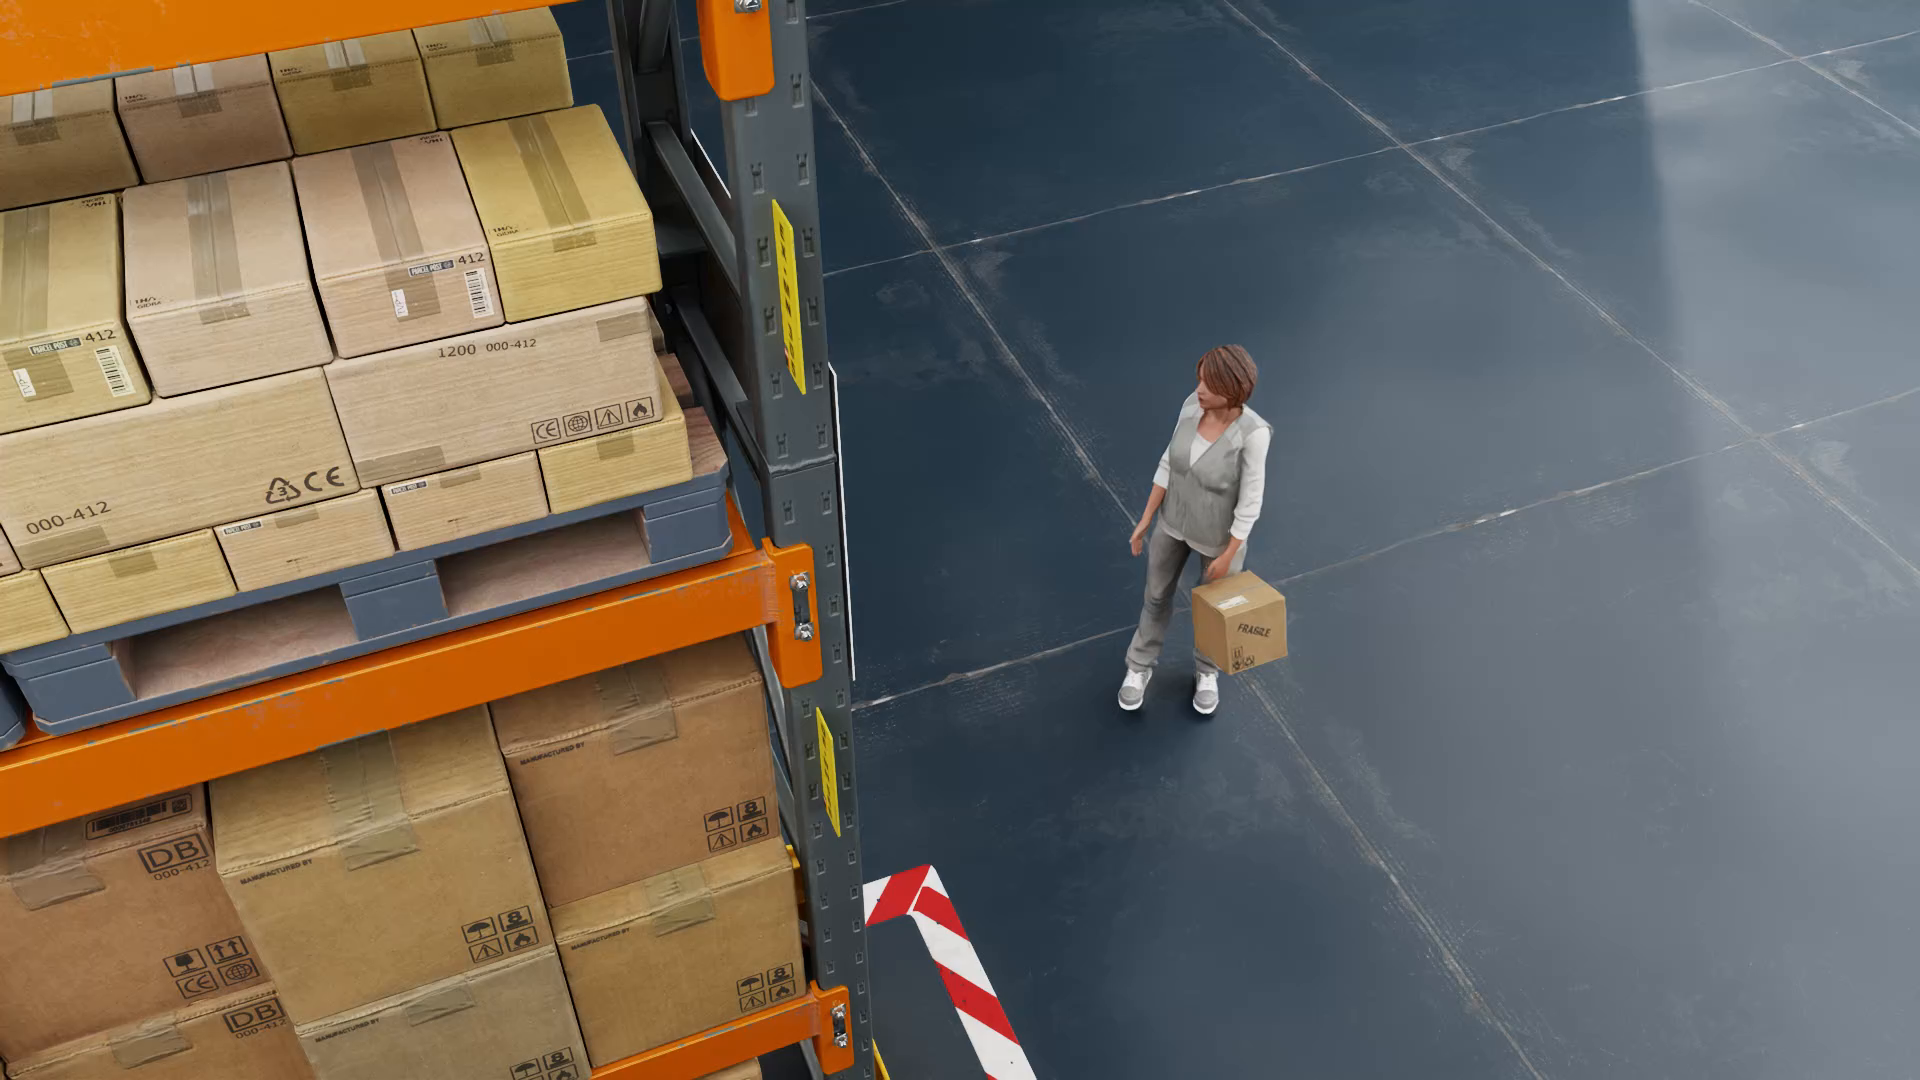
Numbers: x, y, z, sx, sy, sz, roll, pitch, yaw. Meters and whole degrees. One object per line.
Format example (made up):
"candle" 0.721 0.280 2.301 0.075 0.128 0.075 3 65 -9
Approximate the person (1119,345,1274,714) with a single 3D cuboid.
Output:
"person" 0.863 0.018 6.126 0.434 1.601 0.473 28 49 28
